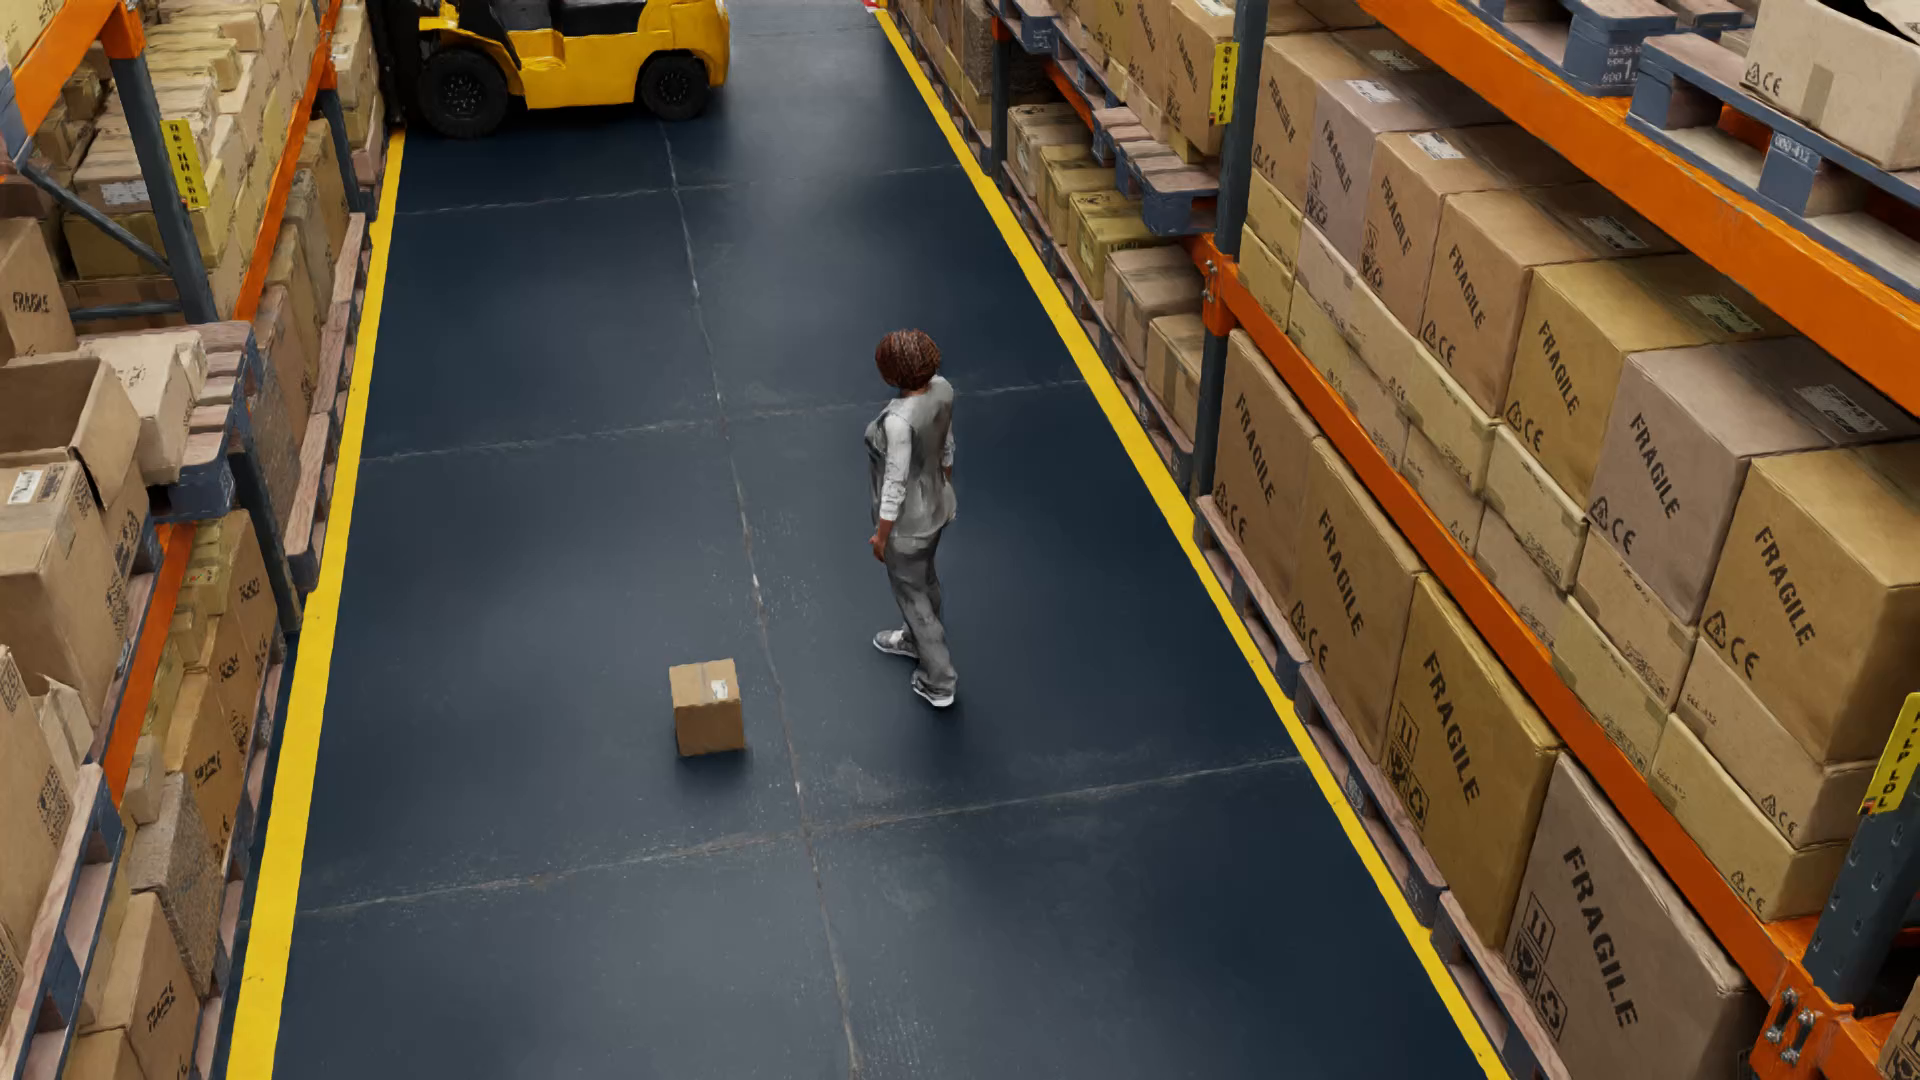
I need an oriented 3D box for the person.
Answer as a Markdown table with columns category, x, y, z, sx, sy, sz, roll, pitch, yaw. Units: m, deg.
| category | x | y | z | sx | sy | sz | roll | pitch | yaw |
| --- | --- | --- | --- | --- | --- | --- | --- | --- | --- |
| person | -0.196 | -0.089 | 6.286 | 0.500 | 1.607 | 0.430 | 16 | 38 | 22 |
